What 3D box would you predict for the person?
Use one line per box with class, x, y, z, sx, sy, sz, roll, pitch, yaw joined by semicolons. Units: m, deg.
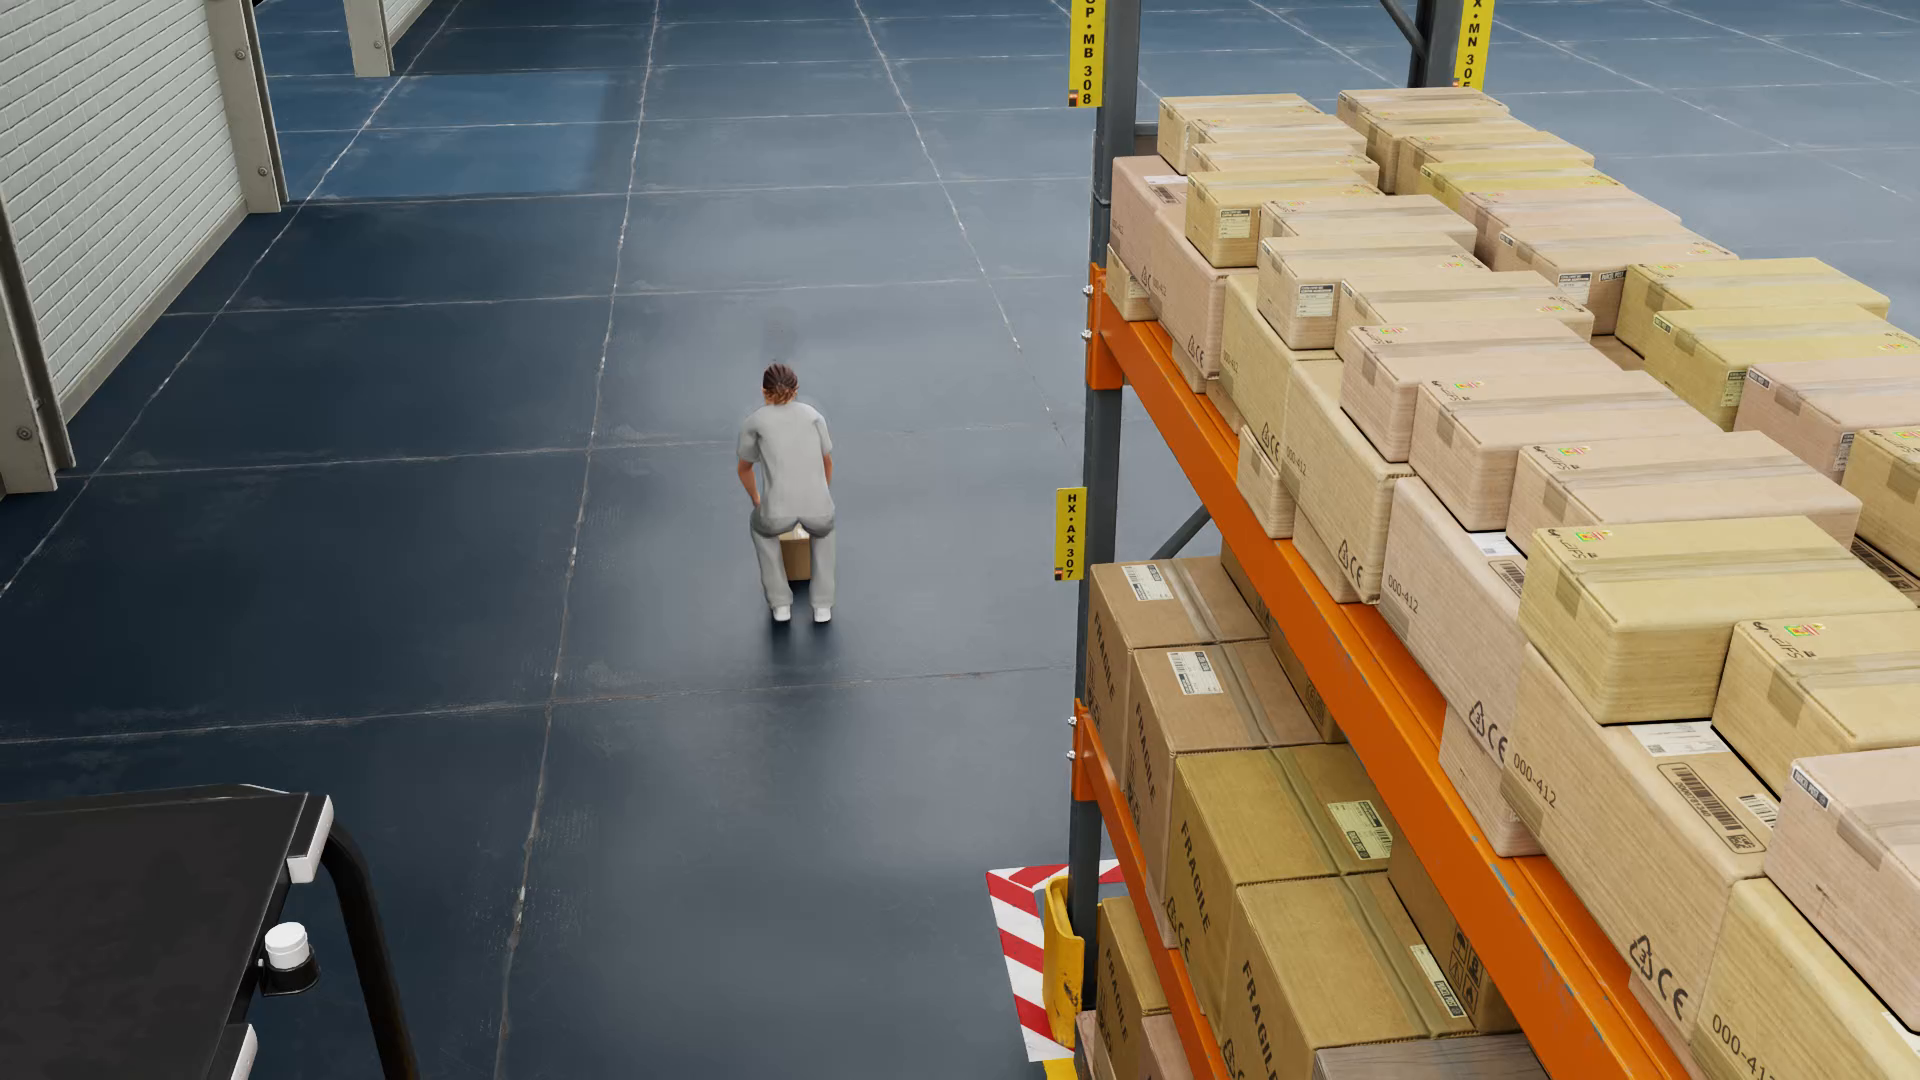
person;-0.879;-0.214;8.483;0.493;1.269;0.697;-4;27;-7
